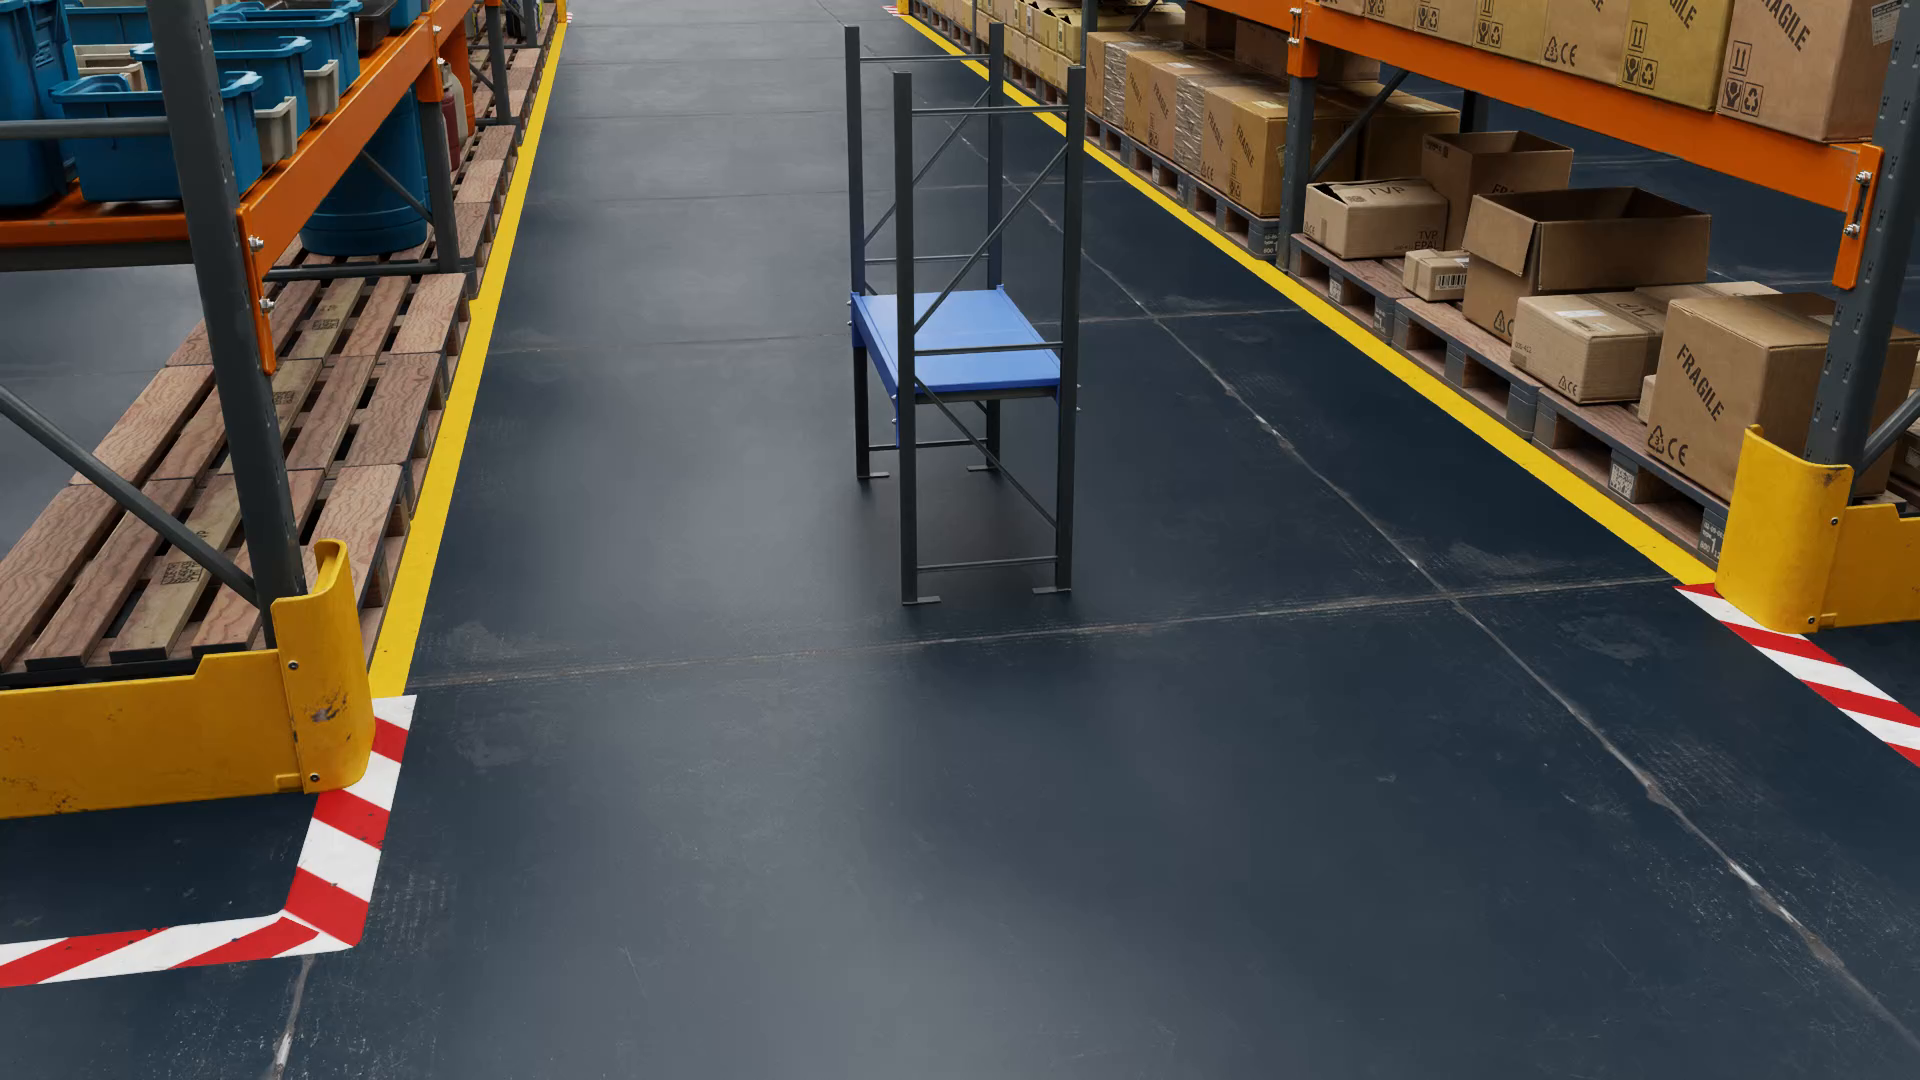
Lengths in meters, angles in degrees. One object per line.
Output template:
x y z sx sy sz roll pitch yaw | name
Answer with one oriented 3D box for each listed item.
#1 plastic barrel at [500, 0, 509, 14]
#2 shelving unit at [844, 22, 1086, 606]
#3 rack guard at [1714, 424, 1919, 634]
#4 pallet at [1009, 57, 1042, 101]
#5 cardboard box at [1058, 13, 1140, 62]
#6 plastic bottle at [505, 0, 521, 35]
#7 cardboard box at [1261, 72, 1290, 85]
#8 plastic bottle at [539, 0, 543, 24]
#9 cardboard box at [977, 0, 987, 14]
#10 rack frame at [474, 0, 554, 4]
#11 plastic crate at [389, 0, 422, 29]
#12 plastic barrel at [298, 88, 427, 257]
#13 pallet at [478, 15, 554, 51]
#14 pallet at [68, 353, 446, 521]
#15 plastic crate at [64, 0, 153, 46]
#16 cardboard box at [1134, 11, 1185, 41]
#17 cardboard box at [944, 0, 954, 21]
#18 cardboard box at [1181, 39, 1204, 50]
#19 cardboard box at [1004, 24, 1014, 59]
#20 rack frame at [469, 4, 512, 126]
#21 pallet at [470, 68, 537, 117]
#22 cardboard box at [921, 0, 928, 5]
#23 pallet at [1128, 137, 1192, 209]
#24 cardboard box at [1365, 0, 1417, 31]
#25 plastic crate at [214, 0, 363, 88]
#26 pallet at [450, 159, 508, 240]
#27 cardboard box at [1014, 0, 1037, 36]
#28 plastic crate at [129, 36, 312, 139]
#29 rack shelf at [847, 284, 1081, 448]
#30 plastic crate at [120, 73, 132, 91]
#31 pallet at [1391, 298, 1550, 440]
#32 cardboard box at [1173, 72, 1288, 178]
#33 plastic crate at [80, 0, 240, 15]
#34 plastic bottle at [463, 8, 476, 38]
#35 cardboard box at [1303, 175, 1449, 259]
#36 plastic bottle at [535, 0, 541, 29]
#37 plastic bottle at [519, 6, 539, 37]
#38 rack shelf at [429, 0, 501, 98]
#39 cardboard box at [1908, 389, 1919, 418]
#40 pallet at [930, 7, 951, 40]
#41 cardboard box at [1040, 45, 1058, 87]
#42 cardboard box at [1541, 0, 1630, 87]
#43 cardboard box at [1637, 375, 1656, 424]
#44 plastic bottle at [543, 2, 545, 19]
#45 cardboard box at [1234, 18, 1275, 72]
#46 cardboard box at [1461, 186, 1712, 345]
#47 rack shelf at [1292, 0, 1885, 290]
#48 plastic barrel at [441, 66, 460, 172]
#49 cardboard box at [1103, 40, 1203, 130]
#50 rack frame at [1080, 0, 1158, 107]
-4.704 -5.718 17.178 0.421 0.512 0.421 0 24 0 | plastic barrel
-0.016 -0.721 5.027 0.538 1.500 1.048 -4 24 -10 | shelving unit
2.820 -0.072 4.791 1.175 0.500 0.348 -4 24 -10 | rack guard
1.019 -3.862 13.829 1.003 0.211 1.213 -4 24 -10 | pallet
1.016 -3.712 12.211 0.500 0.311 0.500 -4 24 -8 | cardboard box
-4.136 -4.868 15.408 0.144 0.351 0.185 -4 24 -10 | plastic bottle
2.050 -2.432 9.643 0.500 0.500 0.500 -4 24 -9 | cardboard box
-4.143 -5.193 16.153 0.144 0.351 0.185 -3 24 -8 | plastic bottle
0.447 -4.916 14.969 0.500 0.311 0.500 -4 24 -10 | cardboard box
-4.993 -7.116 17.796 1.000 3.000 0.127 -4 24 -10 | rack frame
-2.353 -2.258 6.617 0.392 0.384 0.575 -4 24 -10 | plastic crate
-2.858 -1.842 7.817 0.600 0.901 0.708 -4 24 -10 | plastic barrel
-4.566 -5.013 16.464 1.003 0.211 1.213 -4 24 -10 | pallet
-2.371 -0.351 5.790 1.003 0.211 1.213 -4 24 -10 | pallet
-2.666 -1.562 5.214 0.416 0.233 0.300 -4 24 -10 | plastic crate
1.547 -3.752 12.302 0.500 0.311 0.500 -4 24 -8 | cardboard box
0.125 -5.399 16.776 0.500 0.250 0.500 -4 24 -10 | cardboard box
1.759 -3.040 11.036 0.500 0.500 0.500 -3 24 -8 | cardboard box
0.638 -4.259 14.164 0.500 0.250 0.500 -5 24 -11 | cardboard box
-3.514 -3.969 10.591 1.000 3.000 0.127 -4 24 -10 | rack frame
-3.841 -3.478 12.950 1.003 0.211 1.213 -4 24 -10 | pallet
-0.148 -5.990 18.128 0.500 0.250 0.500 -4 24 -10 | cardboard box
1.678 -2.281 10.210 1.003 0.211 1.213 -4 24 -10 | pallet
2.019 -2.385 6.839 0.500 0.500 0.500 -4 24 -9 | cardboard box
-2.055 -1.531 5.142 0.416 0.233 0.300 -4 24 -10 | plastic crate
-3.105 -1.906 9.349 1.003 0.211 1.213 -4 24 -10 | pallet
0.732 -4.312 13.585 0.500 0.311 0.500 -4 24 -8 | cardboard box
-1.878 -1.154 4.278 0.416 0.233 0.300 -4 24 -10 | plastic crate
-0.016 -0.556 5.099 0.538 0.185 1.000 -4 24 -10 | rack shelf
-2.402 -1.152 4.394 0.396 0.136 0.243 -4 24 -10 | plastic crate
2.450 -0.732 6.663 1.003 0.211 1.213 -4 24 -10 | pallet
1.546 -2.382 9.531 0.500 0.500 0.500 -4 24 -9 | cardboard box
-2.673 -1.755 5.594 0.437 0.282 0.530 -4 24 -10 | plastic crate
-4.514 -4.773 15.191 0.144 0.351 0.185 -4 24 -10 | plastic bottle
1.960 -1.549 7.860 0.500 0.311 0.500 -4 24 -10 | cardboard box
-4.019 -4.990 15.772 0.061 0.283 0.133 -3 24 -7 | plastic bottle
-3.968 -4.779 15.298 0.152 0.276 0.135 -3 24 -8 | plastic bottle
-3.144 -2.853 8.934 1.077 0.370 4.000 -4 24 -10 | rack shelf
3.048 -0.379 5.361 0.380 0.166 0.250 -4 24 -10 | cardboard box
0.280 -5.427 17.412 1.003 0.211 1.213 -4 24 -10 | pallet
0.919 -3.658 12.789 0.500 0.250 0.500 -5 24 -10 | cardboard box
2.298 -1.790 5.476 0.500 0.500 0.500 -4 24 -9 | cardboard box
2.505 -0.453 5.529 0.380 0.166 0.250 -4 24 -10 | cardboard box
-4.183 -5.338 16.569 0.061 0.283 0.133 -4 24 -8 | plastic bottle
1.966 -2.960 9.916 0.500 0.250 0.500 -5 24 -11 | cardboard box
2.447 -1.080 6.545 0.797 0.503 0.637 -4 24 -10 | cardboard box
2.464 -1.645 6.167 1.077 0.370 4.000 -4 24 -10 | rack shelf
-3.198 -2.421 9.535 0.600 0.588 0.708 -4 24 -10 | plastic barrel
1.261 -2.985 10.910 0.500 0.500 0.500 -5 24 -12 | cardboard box
1.355 -4.335 11.427 1.000 3.000 0.127 -4 24 -10 | rack frame
